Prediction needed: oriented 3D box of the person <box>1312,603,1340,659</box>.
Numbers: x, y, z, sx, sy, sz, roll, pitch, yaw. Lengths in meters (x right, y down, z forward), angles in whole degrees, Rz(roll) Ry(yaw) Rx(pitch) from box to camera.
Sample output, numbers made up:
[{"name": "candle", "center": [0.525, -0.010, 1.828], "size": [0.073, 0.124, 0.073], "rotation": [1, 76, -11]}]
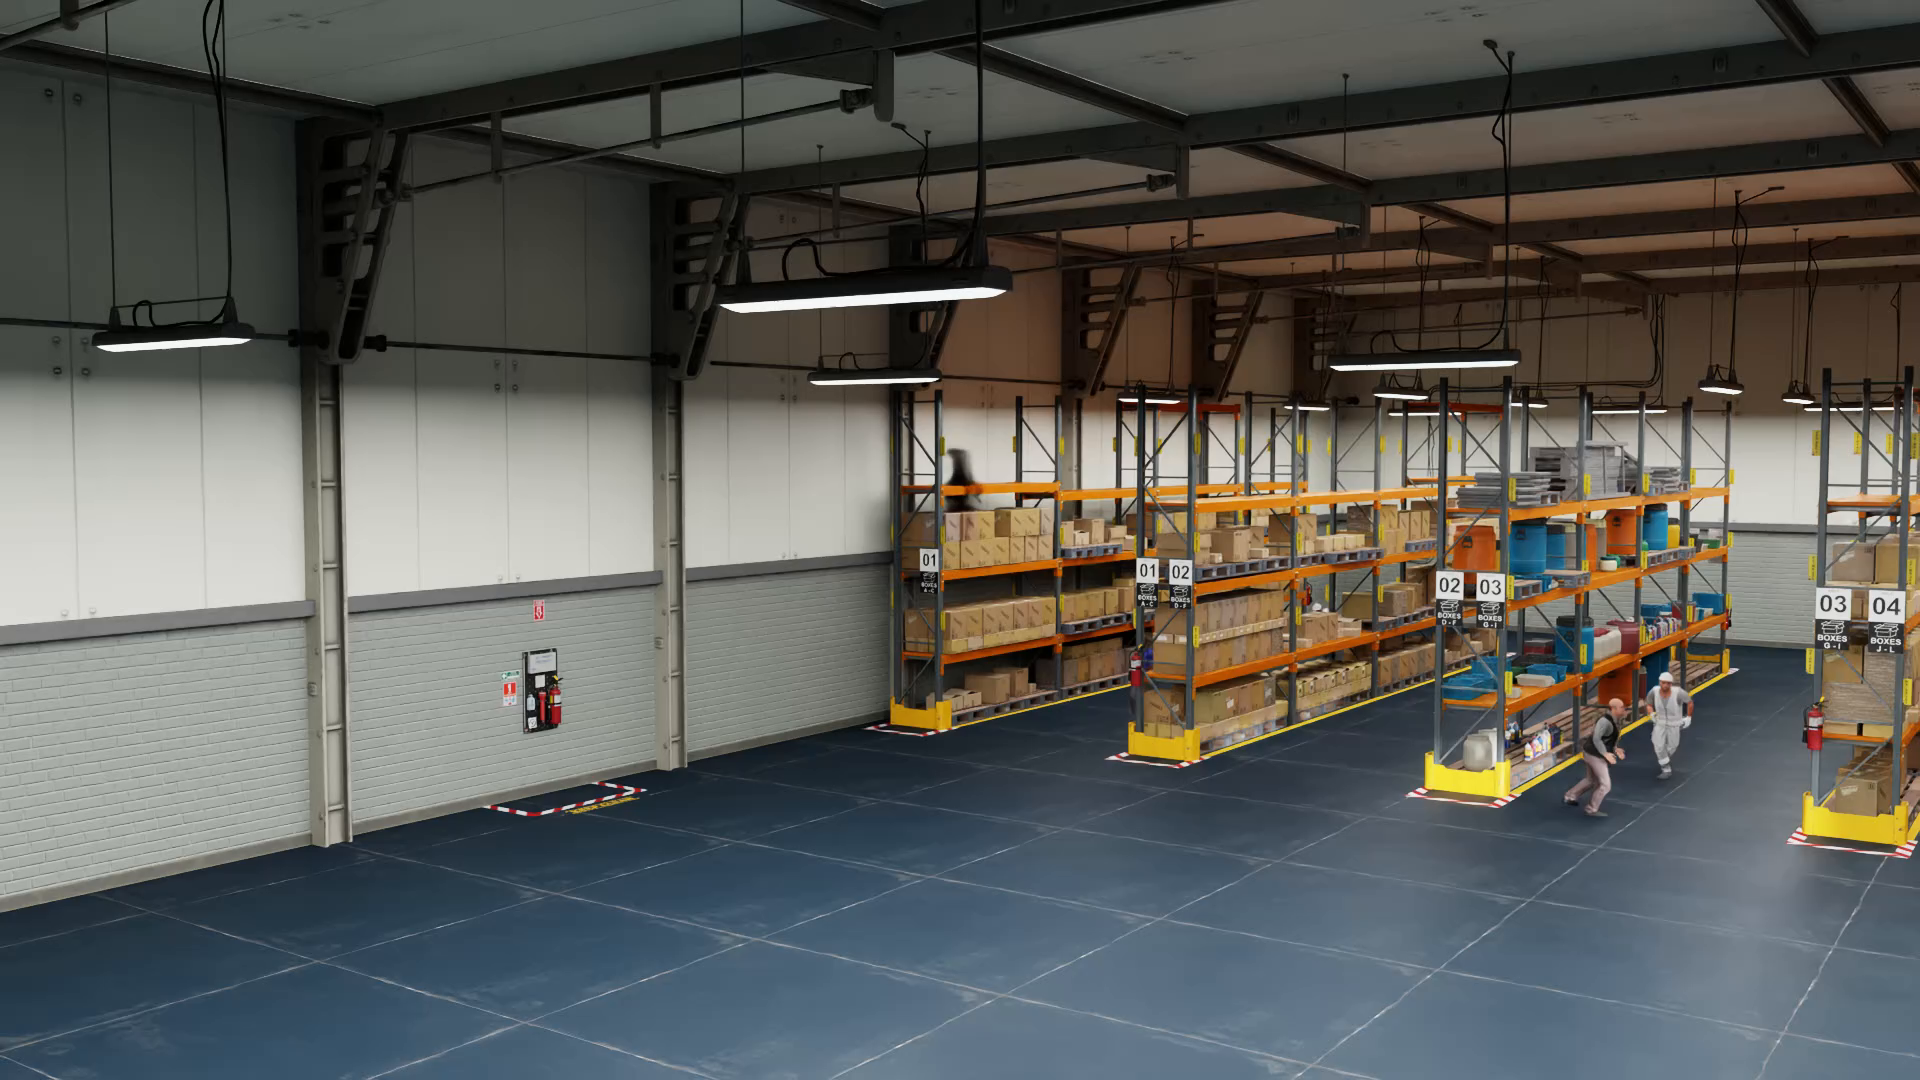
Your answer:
[{"name": "person", "center": [8.221, 2.134, 37.580], "size": [0.694, 1.470, 1.000], "rotation": [1, 4, 24]}]

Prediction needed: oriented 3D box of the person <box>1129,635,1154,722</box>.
[{"name": "person", "center": [3.265, 2.520, 29.624], "size": [0.562, 1.689, 0.716], "rotation": [2, 4, 33]}]

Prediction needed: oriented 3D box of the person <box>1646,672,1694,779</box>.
[{"name": "person", "center": [10.675, 2.776, 25.017], "size": [0.660, 1.651, 0.872], "rotation": [2, 4, 29]}]

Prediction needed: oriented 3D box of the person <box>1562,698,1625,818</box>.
[{"name": "person", "center": [8.559, 2.925, 22.485], "size": [0.818, 1.627, 0.658], "rotation": [2, 4, 28]}]
